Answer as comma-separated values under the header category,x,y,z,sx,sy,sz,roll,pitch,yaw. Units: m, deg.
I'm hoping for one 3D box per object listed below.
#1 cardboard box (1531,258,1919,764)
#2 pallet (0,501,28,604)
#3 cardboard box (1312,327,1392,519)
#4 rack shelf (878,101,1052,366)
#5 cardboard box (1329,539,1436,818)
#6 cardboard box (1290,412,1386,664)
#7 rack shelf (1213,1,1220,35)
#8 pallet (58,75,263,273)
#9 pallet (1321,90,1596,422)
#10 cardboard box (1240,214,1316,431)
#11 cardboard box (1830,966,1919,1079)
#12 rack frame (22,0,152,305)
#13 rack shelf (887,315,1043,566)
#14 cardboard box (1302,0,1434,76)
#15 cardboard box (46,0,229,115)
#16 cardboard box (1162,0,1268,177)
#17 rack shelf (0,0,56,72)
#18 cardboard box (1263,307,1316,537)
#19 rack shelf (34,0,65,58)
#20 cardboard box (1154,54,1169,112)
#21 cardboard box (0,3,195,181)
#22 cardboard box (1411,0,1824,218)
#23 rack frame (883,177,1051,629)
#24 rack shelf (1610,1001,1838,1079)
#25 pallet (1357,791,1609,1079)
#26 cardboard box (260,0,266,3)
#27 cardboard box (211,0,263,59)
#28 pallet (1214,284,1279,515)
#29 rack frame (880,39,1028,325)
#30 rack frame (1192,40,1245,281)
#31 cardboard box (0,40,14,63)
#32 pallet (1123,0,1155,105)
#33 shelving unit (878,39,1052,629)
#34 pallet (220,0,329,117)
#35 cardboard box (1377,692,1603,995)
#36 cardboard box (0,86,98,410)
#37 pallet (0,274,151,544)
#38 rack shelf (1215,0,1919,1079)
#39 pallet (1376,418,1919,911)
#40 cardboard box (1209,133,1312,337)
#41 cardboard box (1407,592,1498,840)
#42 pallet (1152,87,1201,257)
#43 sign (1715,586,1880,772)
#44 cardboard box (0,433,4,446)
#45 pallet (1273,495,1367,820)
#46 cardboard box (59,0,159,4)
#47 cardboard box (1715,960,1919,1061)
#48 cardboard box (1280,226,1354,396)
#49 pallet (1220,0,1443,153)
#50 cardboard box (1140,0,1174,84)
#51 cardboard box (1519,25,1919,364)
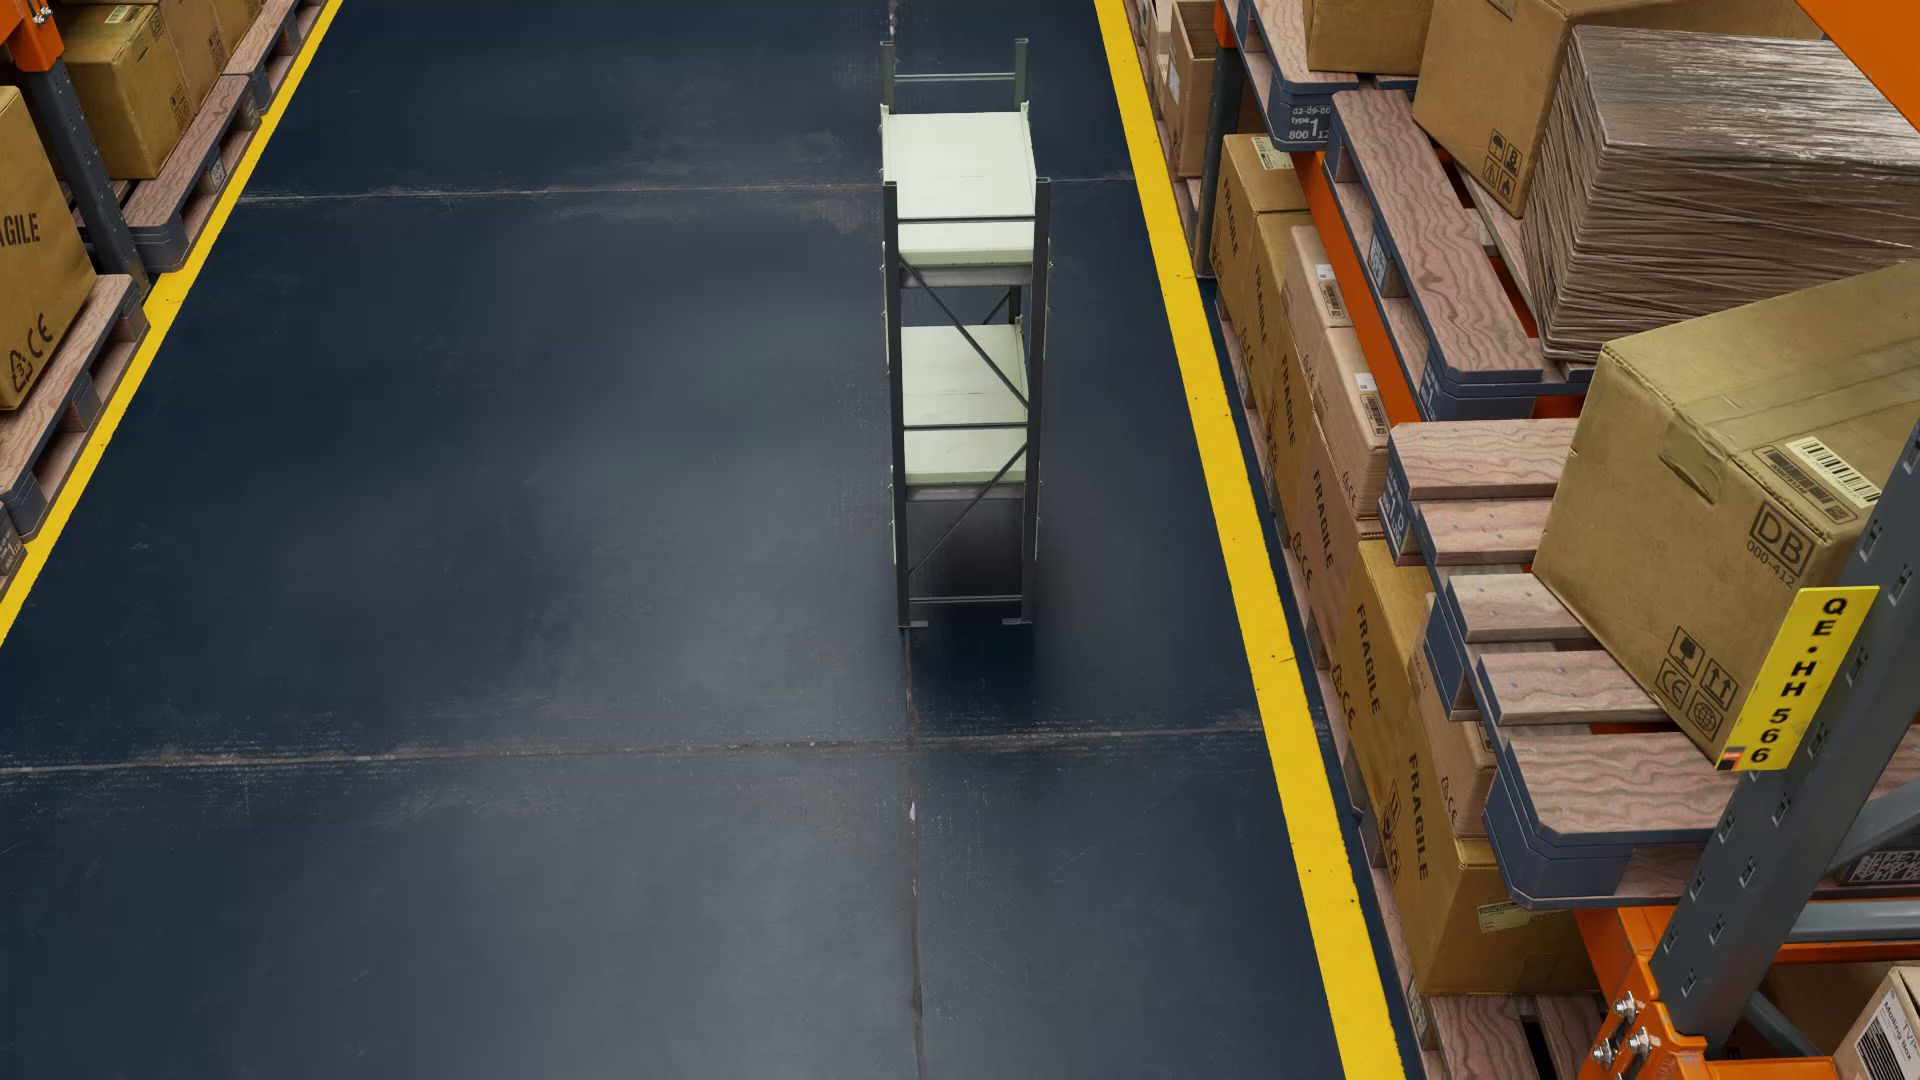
category,x,y,z,sx,sy,sz,roll,pitch,yaw
cardboard box,1.427,-0.062,2.713,0.700,0.500,0.500,-15,45,-16
pallet,-3.390,0.368,4.692,1.003,0.211,1.213,-2,43,-2
cardboard box,1.238,-0.318,4.347,0.500,0.250,0.500,-2,43,-3
rack shelf,0.000,-0.836,4.475,0.431,0.370,0.720,-2,43,-2
cardboard box,1.270,0.337,4.187,0.500,0.500,0.500,-3,43,-3
cardboard box,1.242,-0.017,4.573,0.500,0.500,0.500,-3,43,-3
rack shelf,1.312,-3.234,7.090,1.077,0.370,4.000,-2,43,-2
pallet,-3.507,-1.492,6.721,1.003,0.211,1.213,-2,43,-2
pallet,1.479,-0.690,3.925,1.003,0.211,1.213,-2,43,-2
cardboard box,1.207,-0.696,5.314,0.500,0.500,0.500,-1,43,-1
cardboard box,1.538,0.831,2.189,0.500,0.311,0.500,1,43,1
rack frame,-3.553,-2.004,5.216,1.000,3.000,0.127,-2,43,-2
rack shelf,0.000,-0.308,4.959,0.431,0.370,0.720,-2,43,-2
cardboard box,1.286,-1.552,4.338,0.700,0.500,0.500,5,43,5
cardboard box,-3.500,-2.084,6.843,0.700,0.500,0.500,-2,43,-2
cardboard box,1.089,-1.766,6.481,0.500,0.500,0.500,-2,43,-2
rack shelf,-3.468,-0.389,3.986,1.077,0.370,4.000,-2,43,-2
cardboard box,1.221,-0.358,4.945,0.500,0.500,0.500,-1,43,-1
rack shelf,-3.638,-3.089,6.932,1.077,0.370,4.000,-2,43,-2
cardboard box,1.013,-1.888,6.874,0.380,0.149,0.250,-2,43,-2
cardboard box,-3.482,-1.745,6.473,0.700,0.500,0.500,-1,43,-1
cardboard box,1.533,-1.149,3.899,0.700,0.500,0.500,-12,44,-13
rack frame,0.016,-0.301,4.469,0.400,1.500,0.023,-2,43,-2
rack shelf,1.651,2.167,1.198,1.077,0.370,4.000,-2,43,-2
pallet,1.572,1.075,3.921,1.003,0.211,1.213,-2,43,-2
cardboard box,-3.549,-2.791,7.614,0.700,0.500,0.500,-3,43,-3
cardboard box,-3.520,-2.431,7.221,0.700,0.500,0.500,-1,43,-1
pallet,1.469,-0.573,5.719,1.003,0.211,1.213,-2,43,-2
rack frame,-0.015,-0.795,5.008,0.400,1.500,0.023,-2,43,-2
rack frame,1.396,-2.149,5.374,1.000,3.000,0.127,-2,43,-2
cardboard box,-3.674,-1.881,6.141,0.380,0.149,0.250,-2,43,-2
pallet,1.313,-2.410,7.723,1.003,0.211,1.213,-2,43,-2
shelving unit,0.000,-0.548,4.738,0.431,1.500,0.755,-2,43,-2
pallet,-3.562,-2.317,7.622,1.003,0.211,1.213,-2,43,-2
cardboard box,1.292,0.686,3.806,0.500,0.500,0.500,0,43,0
cardboard box,-3.395,-0.931,5.326,0.750,0.750,0.750,-1,43,-1
pallet,-3.445,-0.457,5.593,1.003,0.211,1.213,-2,43,-2
rack shelf,1.481,-0.533,4.144,1.077,0.370,4.000,-2,43,-2
pallet,1.467,0.167,2.990,1.213,0.211,1.003,-2,43,-2
cardboard box,1.174,-1.056,5.706,0.500,0.500,0.500,-3,43,-4
cardboard box,1.285,0.372,3.594,0.500,0.250,0.500,0,43,0
pallet,1.368,-1.584,6.822,1.003,0.211,1.213,-2,43,-2
sign,1.025,0.176,2.040,0.100,0.325,0.005,-2,43,-2
cardboard box,-3.354,-0.331,4.672,0.750,0.750,0.750,0,43,0
pallet,1.524,0.253,4.818,1.003,0.211,1.213,-2,43,-2
cardboard box,-3.314,-2.221,6.512,0.380,0.149,0.250,0,43,0
cardboard box,1.833,0.996,3.468,0.500,0.500,0.500,0,43,0
cardboard box,1.216,-0.657,4.716,0.500,0.250,0.500,-2,43,-2
pallet,1.321,-1.535,4.847,1.003,0.211,1.213,-2,43,-2
cardboard box,1.057,-2.202,7.097,0.500,0.311,0.500,-2,43,-2
cardboard box,1.579,-0.685,3.392,0.700,0.500,0.500,6,43,6
